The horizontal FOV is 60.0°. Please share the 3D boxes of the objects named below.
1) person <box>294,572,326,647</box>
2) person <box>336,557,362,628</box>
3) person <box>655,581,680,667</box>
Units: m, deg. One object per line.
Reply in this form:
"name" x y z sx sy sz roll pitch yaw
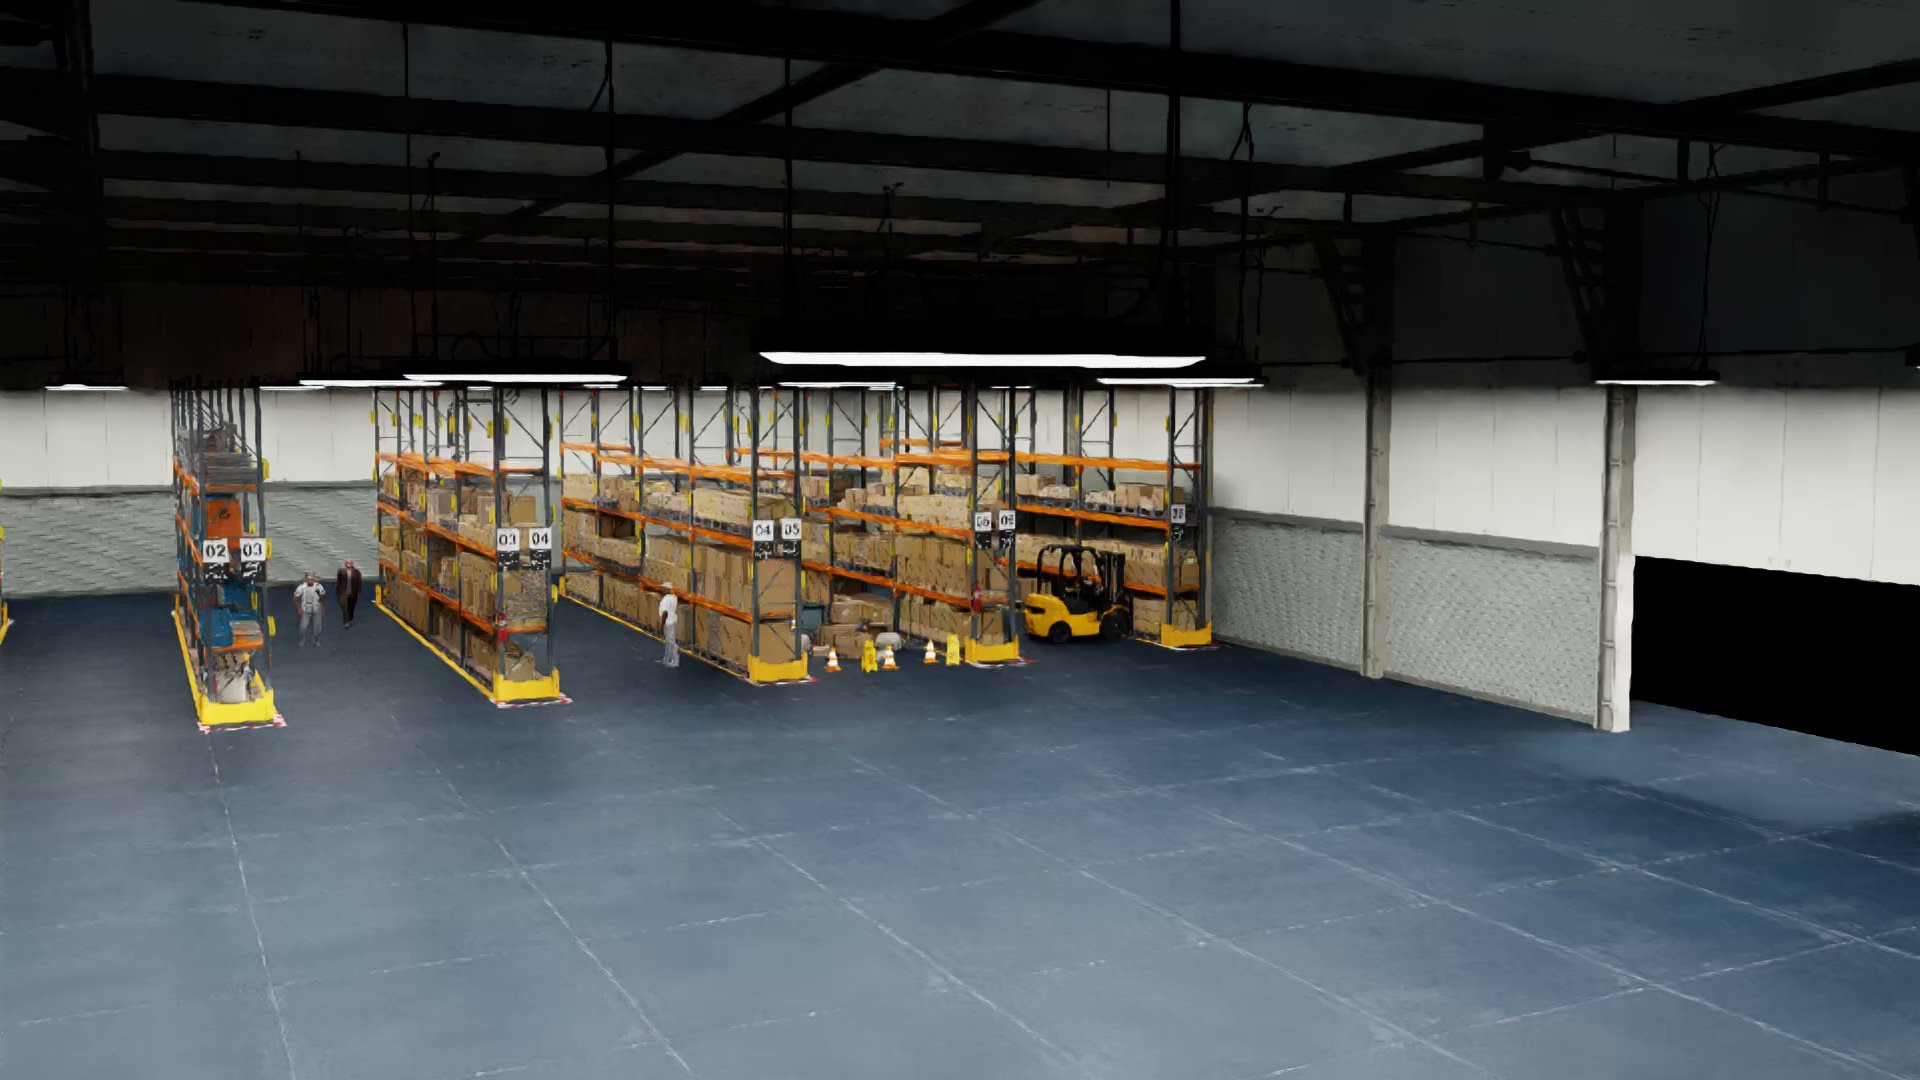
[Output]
"person" -14.583 1.554 37.331 0.682 1.715 0.542 -3 6 -29
"person" -14.841 1.316 40.430 0.588 1.594 1.193 -3 6 -29
"person" -6.125 1.742 34.731 0.573 1.764 0.669 0 5 3
